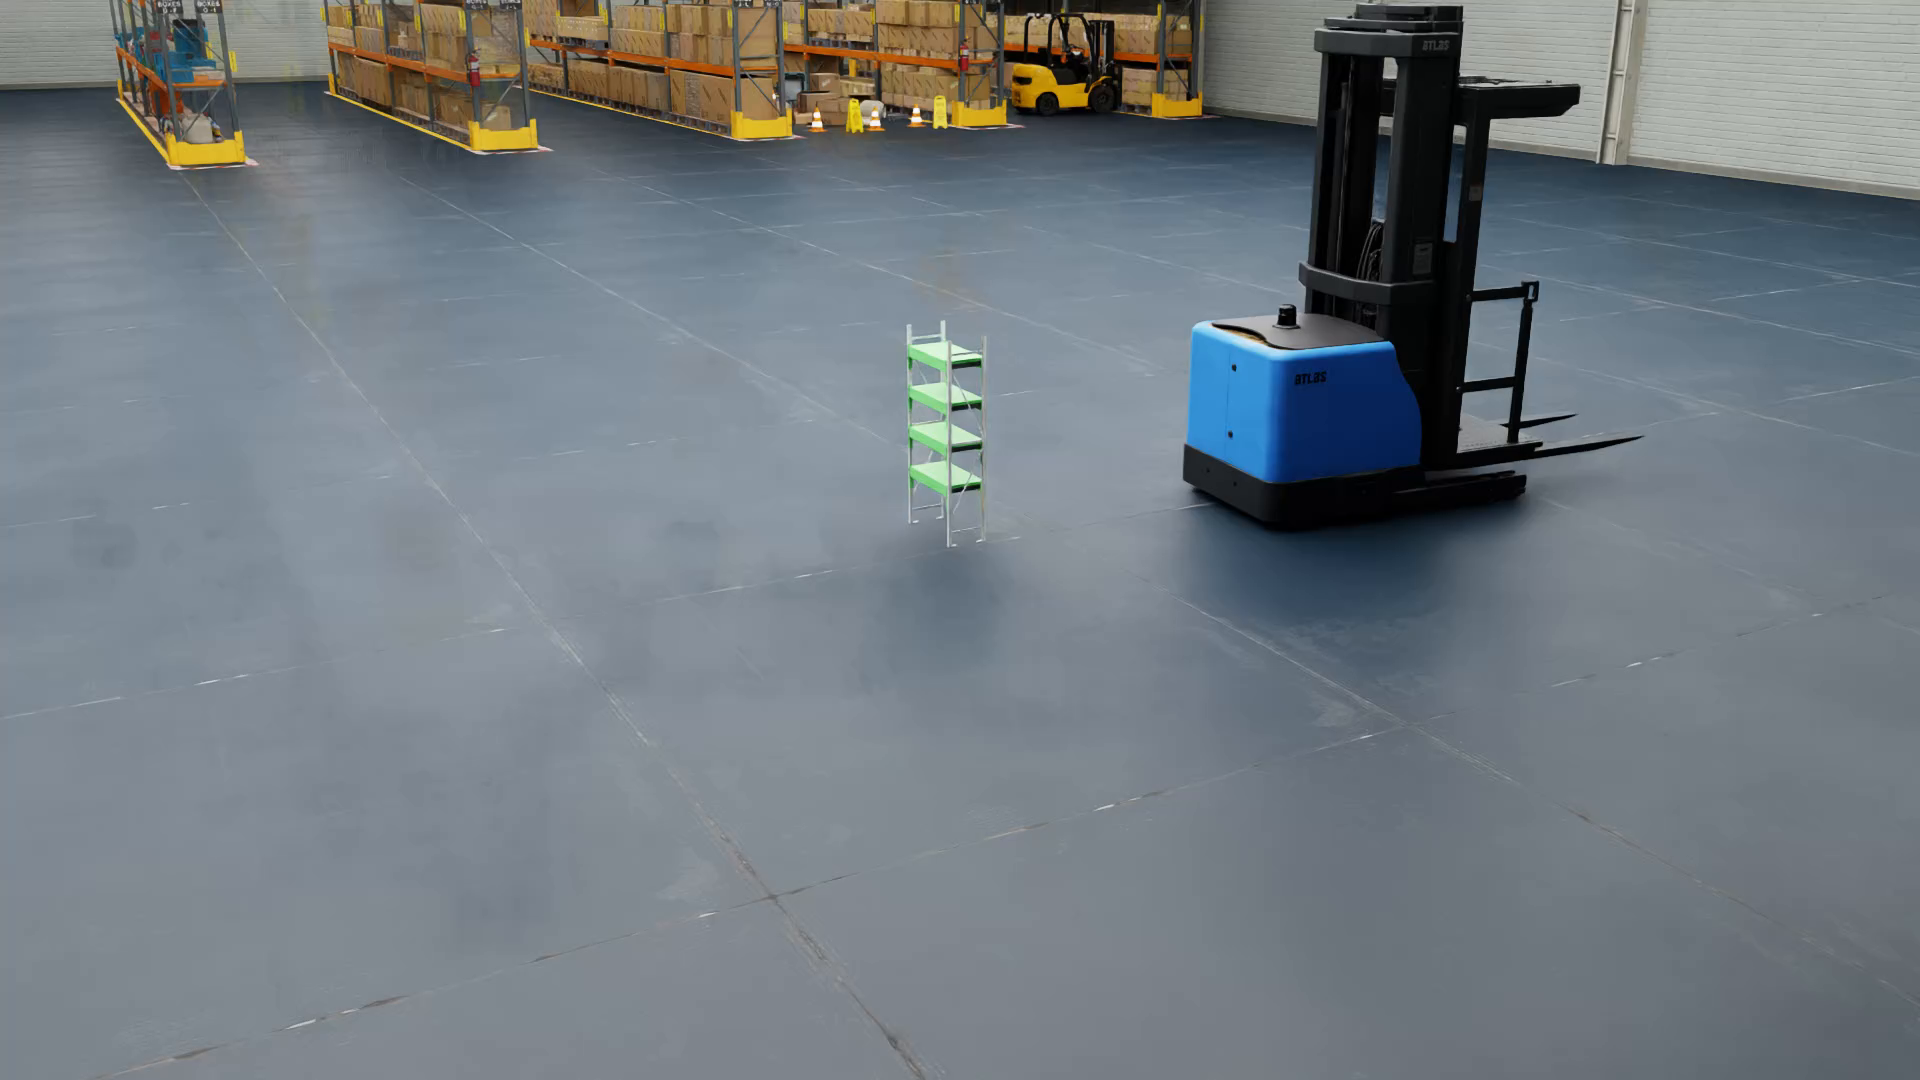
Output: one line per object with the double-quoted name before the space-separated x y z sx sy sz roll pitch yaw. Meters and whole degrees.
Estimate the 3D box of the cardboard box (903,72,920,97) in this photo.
"cardboard box" -0.908 -9.976 36.366 0.500 0.500 0.500 -9 21 -24

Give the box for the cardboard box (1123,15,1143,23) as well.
"cardboard box" 3.884 -11.699 37.333 0.380 0.149 0.250 -9 21 -25

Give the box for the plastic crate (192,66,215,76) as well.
"plastic crate" -13.546 -8.381 29.726 0.530 0.136 0.437 -10 21 -27

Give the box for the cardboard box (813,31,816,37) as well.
"cardboard box" -3.368 -12.341 40.539 0.380 0.149 0.250 -11 22 -30

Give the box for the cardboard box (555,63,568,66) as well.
"cardboard box" -10.688 -12.768 44.849 0.380 0.149 0.250 -11 22 -28

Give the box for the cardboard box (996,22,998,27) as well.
"cardboard box" 1.240 -13.010 42.198 0.500 0.250 0.500 -9 21 -25

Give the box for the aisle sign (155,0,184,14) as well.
"aisle sign" -12.868 -8.947 26.976 0.394 0.787 0.004 -10 21 -27

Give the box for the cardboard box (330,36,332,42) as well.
"cardboard box" -15.878 -12.800 42.512 0.380 0.149 0.250 -10 22 -27

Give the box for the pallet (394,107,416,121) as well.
"pallet" -11.711 -9.306 36.276 1.003 0.211 1.213 -10 21 -27

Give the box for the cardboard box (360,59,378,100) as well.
"cardboard box" -13.233 -10.754 38.811 1.225 0.875 0.875 -11 22 -29

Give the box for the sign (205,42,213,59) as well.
"sign" -14.051 -9.146 31.113 0.100 0.325 0.005 -10 21 -27

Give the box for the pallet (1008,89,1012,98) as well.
"pallet" 1.939 -11.243 41.890 1.003 0.211 1.213 -10 21 -27

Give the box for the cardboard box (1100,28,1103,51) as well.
"cardboard box" 3.391 -11.592 38.474 0.500 0.500 0.500 -10 22 -27

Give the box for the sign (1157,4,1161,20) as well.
"sign" 4.322 -11.436 36.036 0.100 0.325 0.005 -10 21 -27

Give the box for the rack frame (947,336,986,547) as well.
"rack frame" 0.037 -0.545 9.370 0.240 1.200 0.015 -10 21 -27

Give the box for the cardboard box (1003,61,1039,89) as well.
"cardboard box" 1.609 -11.862 42.405 0.875 0.625 0.625 -9 21 -25

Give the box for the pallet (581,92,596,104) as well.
"pallet" -8.613 -10.844 40.733 1.003 0.211 1.213 -10 21 -27

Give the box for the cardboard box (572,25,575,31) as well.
"cardboard box" -9.157 -12.396 40.242 0.380 0.149 0.250 -10 22 -28

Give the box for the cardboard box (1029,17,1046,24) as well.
"cardboard box" 1.916 -12.785 40.936 0.380 0.149 0.250 -10 21 -26

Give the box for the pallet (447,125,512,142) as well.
"pallet" -9.248 -7.844 32.040 1.003 0.211 1.213 -10 21 -27

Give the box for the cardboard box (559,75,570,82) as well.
"cardboard box" -9.996 -11.769 42.409 0.380 0.149 0.250 -10 21 -26

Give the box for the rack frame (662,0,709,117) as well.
"rack frame" -5.768 -10.439 35.286 1.000 3.000 0.127 -10 21 -27

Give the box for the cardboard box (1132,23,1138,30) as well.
"cardboard box" 4.071 -11.492 37.190 0.380 0.149 0.250 -10 21 -27

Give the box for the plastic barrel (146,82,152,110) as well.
"plastic barrel" -17.223 -9.602 35.912 0.600 0.588 0.708 -10 21 -27

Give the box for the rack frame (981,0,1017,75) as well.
"rack frame" 1.007 -13.153 43.151 1.000 3.000 0.127 -10 21 -27

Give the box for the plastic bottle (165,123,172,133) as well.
"plastic bottle" -14.060 -7.281 29.634 0.152 0.276 0.135 -11 22 -28

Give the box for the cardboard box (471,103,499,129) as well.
"cardboard box" -8.877 -7.917 31.164 0.500 0.500 0.500 -4 20 -12

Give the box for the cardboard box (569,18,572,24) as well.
"cardboard box" -9.289 -12.614 40.418 0.380 0.149 0.250 -10 21 -27

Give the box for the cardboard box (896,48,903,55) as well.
"cardboard box" -1.187 -10.764 36.612 0.380 0.149 0.250 -9 21 -25

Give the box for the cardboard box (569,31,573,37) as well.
"cardboard box" -9.293 -12.335 40.521 0.380 0.149 0.250 -11 22 -29

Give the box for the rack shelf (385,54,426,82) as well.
"rack shelf" -11.131 -9.934 34.925 1.077 0.370 4.000 -10 21 -27

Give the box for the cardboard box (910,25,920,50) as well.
"cardboard box" -0.753 -10.825 35.794 0.500 0.500 0.500 -10 21 -26

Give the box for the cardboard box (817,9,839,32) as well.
"cardboard box" -3.095 -12.456 39.878 0.500 0.500 0.500 -9 21 -24

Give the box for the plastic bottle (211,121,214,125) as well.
"plastic bottle" -13.534 -7.457 30.151 0.097 0.271 0.097 0 19 0

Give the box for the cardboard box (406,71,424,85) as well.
"cardboard box" -11.736 -10.042 36.141 0.500 0.250 0.500 -9 21 -24

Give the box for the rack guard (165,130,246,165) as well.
"rack guard" -12.718 -6.618 28.043 1.175 0.500 0.348 -10 21 -27

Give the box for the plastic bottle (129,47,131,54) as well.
"plastic bottle" -18.157 -10.745 36.477 0.097 0.201 0.097 0 19 0

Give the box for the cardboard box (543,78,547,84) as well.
"cardboard box" -10.753 -12.093 43.805 0.380 0.149 0.250 -10 21 -27

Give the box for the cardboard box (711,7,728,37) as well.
"cardboard box" -4.353 -10.129 32.500 0.875 0.550 0.550 -10 21 -27

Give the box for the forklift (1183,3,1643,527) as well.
"forklift" 2.973 -1.761 10.242 3.031 2.935 1.130 -8 21 -22

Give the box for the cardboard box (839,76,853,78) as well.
"cardboard box" -3.100 -11.176 40.806 0.950 0.372 0.625 -12 22 -30

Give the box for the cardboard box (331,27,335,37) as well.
"cardboard box" -15.636 -12.887 42.153 0.500 0.250 0.500 -10 22 -27

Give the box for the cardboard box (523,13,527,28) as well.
"cardboard box" -11.496 -13.900 44.707 0.500 0.500 0.500 -9 21 -24

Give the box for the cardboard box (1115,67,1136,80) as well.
"cardboard box" 3.817 -10.601 37.793 0.500 0.250 0.500 -10 21 -26

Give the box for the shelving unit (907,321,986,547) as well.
"shelving unit" -0.079 -0.615 9.573 0.258 1.200 0.503 -10 21 -27

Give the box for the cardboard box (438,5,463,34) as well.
"cardboard box" -9.468 -9.763 31.185 0.500 0.500 0.500 -10 21 -27

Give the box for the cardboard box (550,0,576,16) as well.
"cardboard box" -10.028 -13.489 41.983 0.500 0.500 0.500 -11 22 -29

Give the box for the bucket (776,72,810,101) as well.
"bucket" -3.674 -9.929 36.494 0.726 0.611 0.620 -3 9 -8

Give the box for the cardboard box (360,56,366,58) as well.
"cardboard box" -14.223 -11.393 40.662 0.875 0.875 0.875 -10 21 -27

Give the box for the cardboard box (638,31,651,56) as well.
"cardboard box" -6.731 -10.885 36.425 0.500 0.500 0.500 -10 21 -26

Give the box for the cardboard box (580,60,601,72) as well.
"cardboard box" -8.955 -11.555 40.557 0.500 0.250 0.500 -9 21 -25
